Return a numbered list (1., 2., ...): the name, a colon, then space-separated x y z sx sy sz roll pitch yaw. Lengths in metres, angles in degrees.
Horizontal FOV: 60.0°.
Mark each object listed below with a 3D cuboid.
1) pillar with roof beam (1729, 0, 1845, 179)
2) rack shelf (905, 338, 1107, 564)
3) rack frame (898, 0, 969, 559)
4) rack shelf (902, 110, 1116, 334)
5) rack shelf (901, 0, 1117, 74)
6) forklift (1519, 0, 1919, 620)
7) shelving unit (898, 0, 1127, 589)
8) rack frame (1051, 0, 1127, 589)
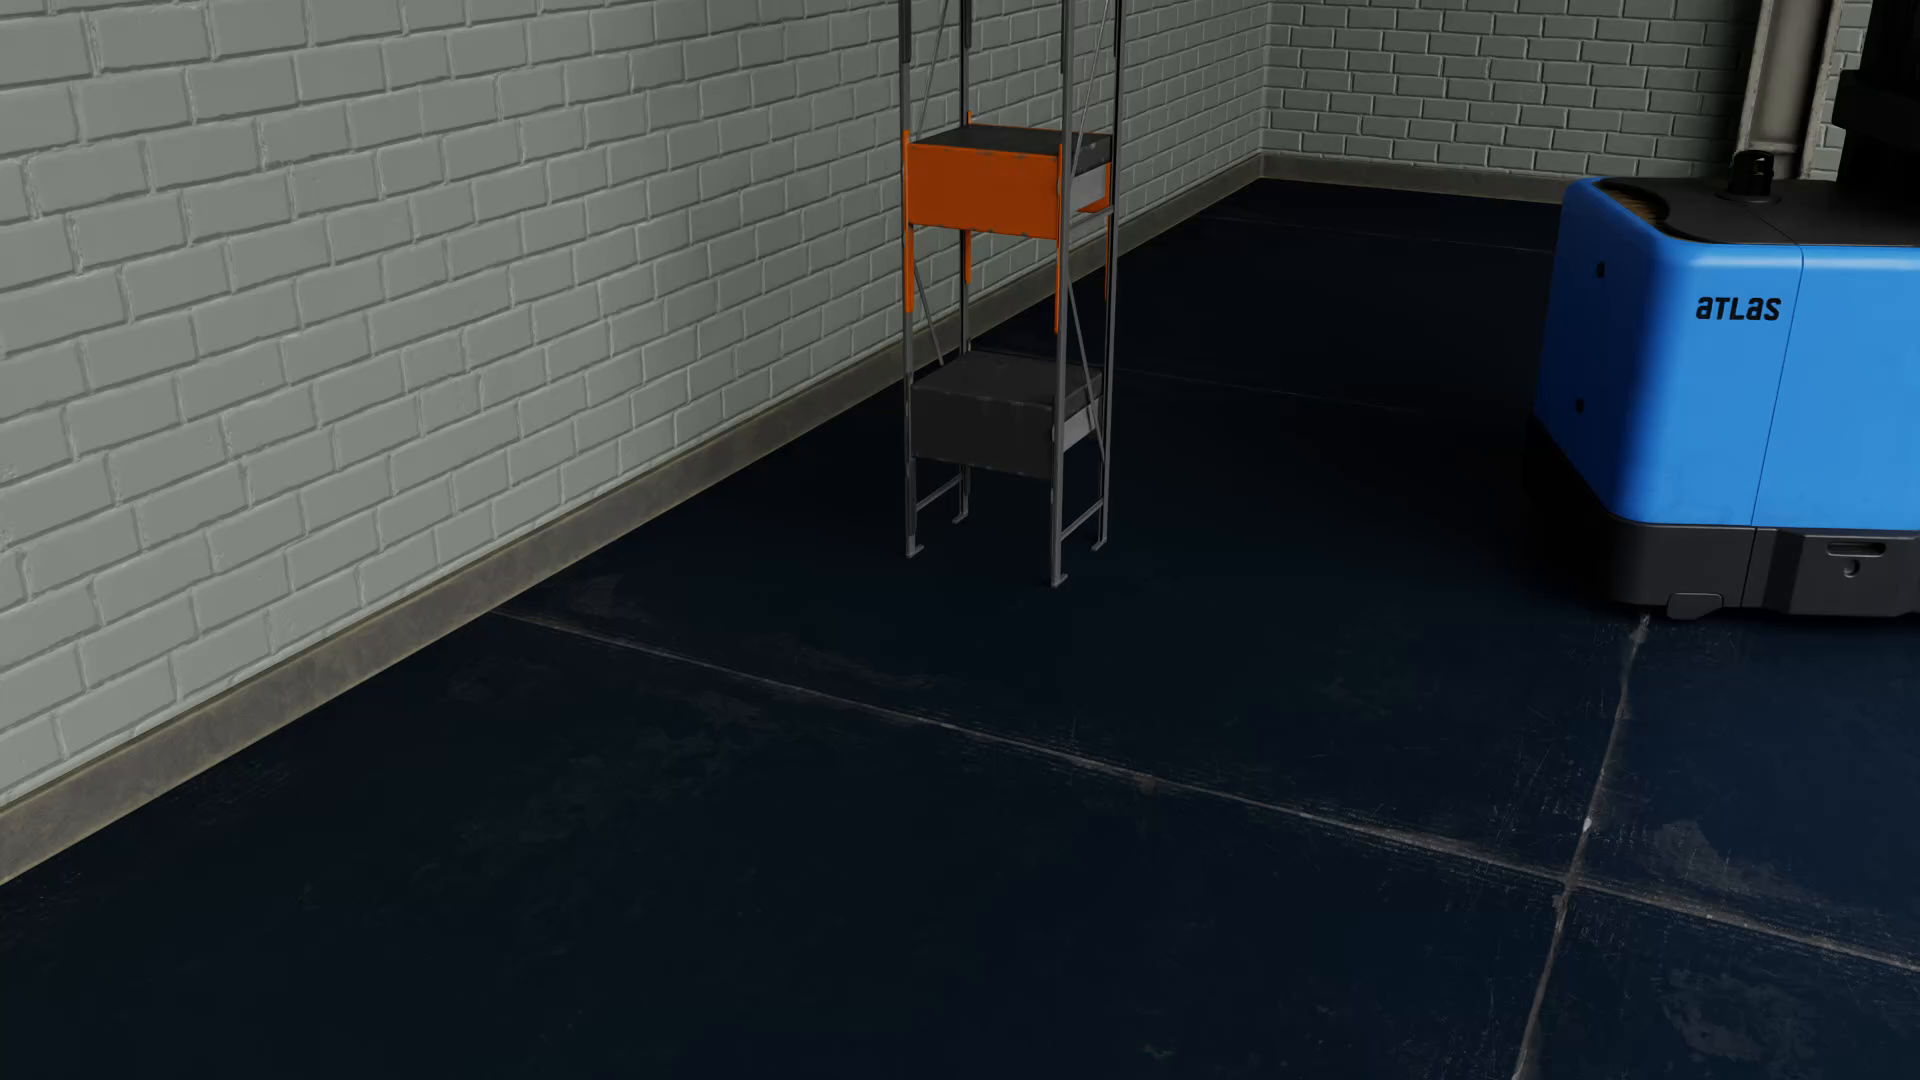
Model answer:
1. pillar with roof beam: 2.600 -4.419 4.142 0.400 9.000 9.100 11 25 25
2. rack shelf: 0.148 -0.280 5.050 0.480 0.518 0.431 11 25 25
3. rack frame: -0.070 -0.980 4.872 0.015 2.100 0.400 11 25 25
4. rack shelf: 0.148 -0.924 4.776 0.480 0.518 0.431 11 25 25
5. rack shelf: 0.148 -1.569 4.502 0.480 0.518 0.431 11 25 25
6. forklift: 3.337 -1.267 4.485 3.031 2.935 1.130 2 23 4
7. shelving unit: 0.148 -0.937 4.770 0.503 2.100 0.431 11 25 25
8. rack frame: 0.365 -0.894 4.669 0.015 2.100 0.400 11 25 25
